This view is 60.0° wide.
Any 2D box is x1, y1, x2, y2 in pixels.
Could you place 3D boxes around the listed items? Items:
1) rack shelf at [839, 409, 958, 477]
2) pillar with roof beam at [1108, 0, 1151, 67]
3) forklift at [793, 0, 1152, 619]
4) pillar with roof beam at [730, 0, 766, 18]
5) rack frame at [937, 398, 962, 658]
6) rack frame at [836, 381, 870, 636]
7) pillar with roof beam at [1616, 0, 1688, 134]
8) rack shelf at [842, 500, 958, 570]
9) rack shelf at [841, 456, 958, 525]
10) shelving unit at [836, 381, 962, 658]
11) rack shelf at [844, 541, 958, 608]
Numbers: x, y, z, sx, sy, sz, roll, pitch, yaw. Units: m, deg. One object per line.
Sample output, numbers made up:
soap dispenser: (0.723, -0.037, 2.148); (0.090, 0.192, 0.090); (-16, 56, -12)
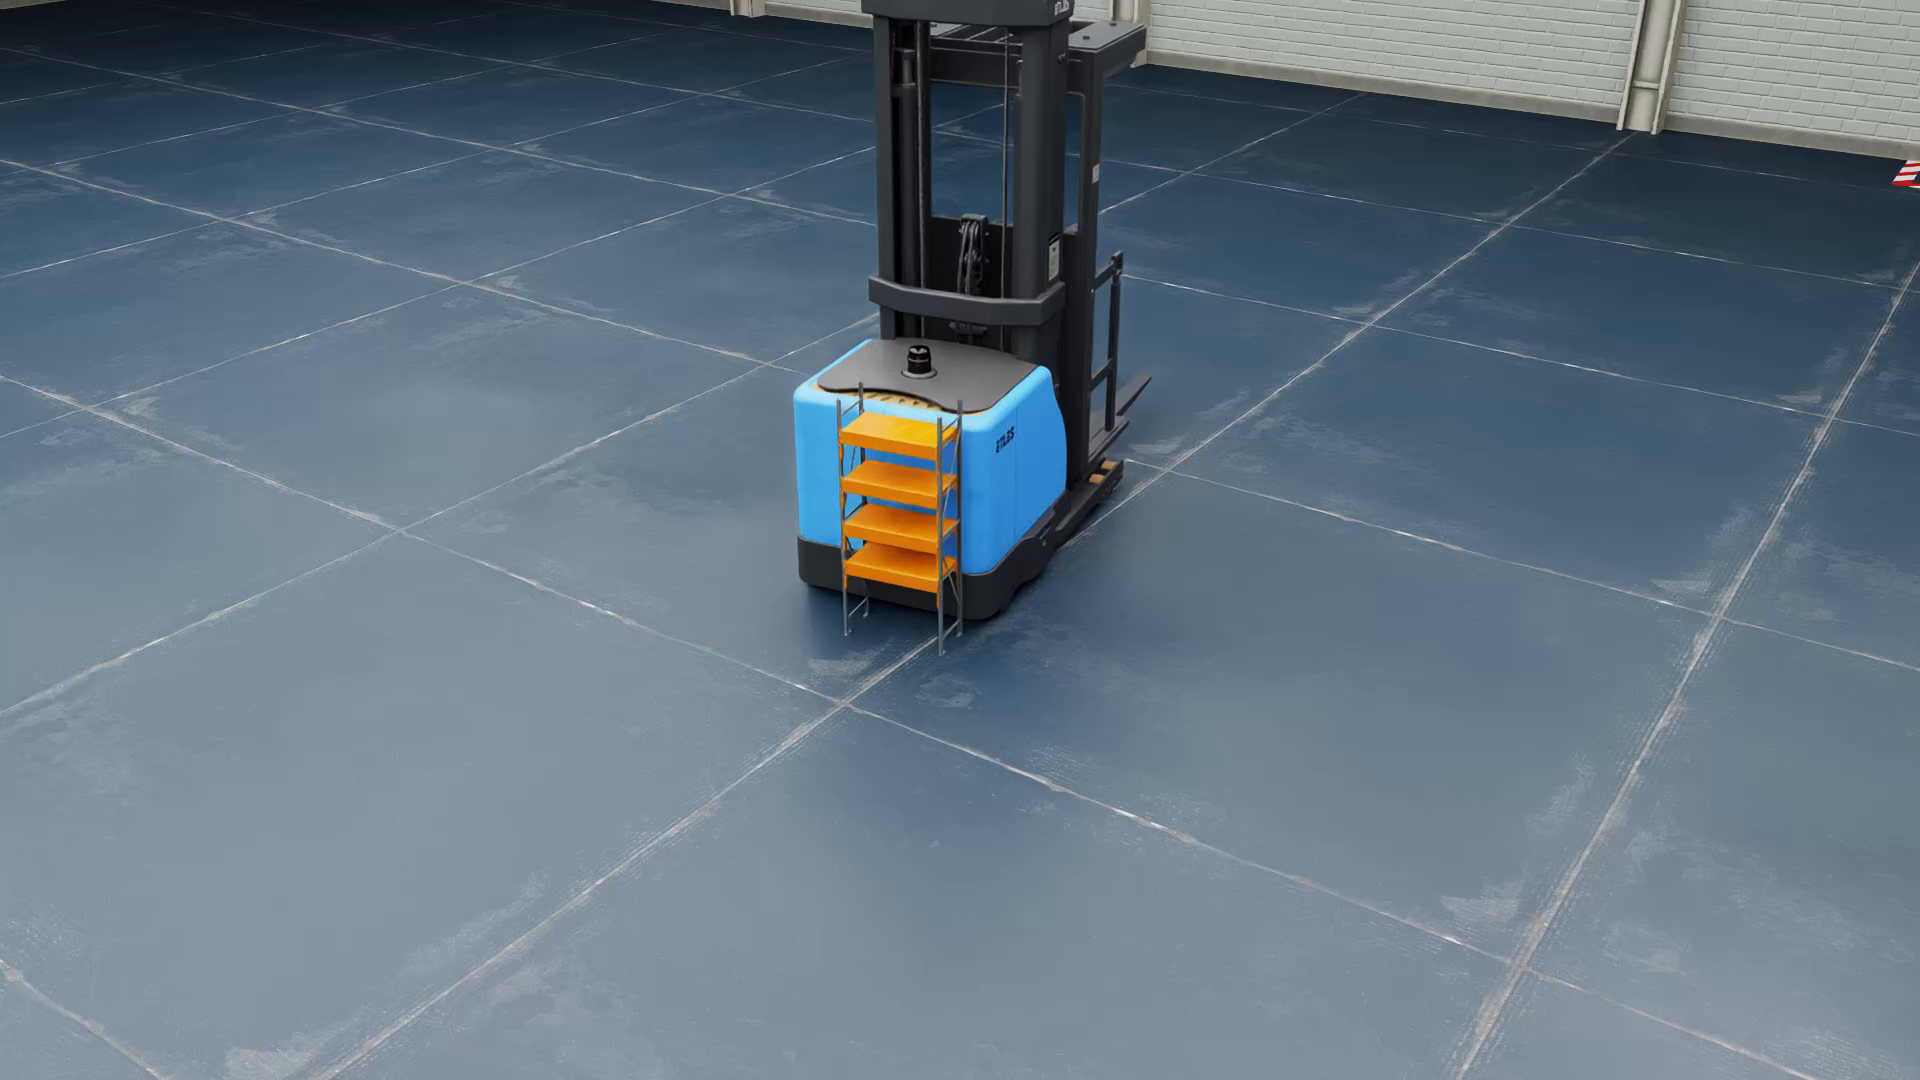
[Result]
rack shelf: (-0.268, -0.437, 7.419); (0.480, 0.148, 0.258); (11, 29, 21)
pillar with roof beam: (-0.425, -8.148, 14.839); (0.400, 9.000, 9.100); (17, 32, 30)
forklift: (0.264, -1.574, 8.612); (1.130, 2.935, 3.031); (11, 29, 21)
pillar with roof beam: (-5.370, -9.688, 17.866); (0.400, 9.000, 9.100); (17, 32, 30)
rack frame: (-0.044, -0.042, 7.510); (0.015, 1.200, 0.240); (11, 29, 21)
rack frame: (-0.491, -0.131, 7.684); (0.015, 1.200, 0.240); (11, 29, 21)
pillar with roof beam: (4.521, -6.607, 11.811); (0.400, 9.000, 9.100); (17, 32, 30)
rack shelf: (-0.268, -0.026, 7.627); (0.480, 0.148, 0.258); (11, 29, 21)
rack shelf: (-0.268, -0.226, 7.526); (0.480, 0.148, 0.258); (11, 29, 21)
shelving unit: (-0.268, -0.086, 7.597); (0.503, 1.200, 0.258); (11, 29, 21)
rack shelf: (-0.268, 0.150, 7.718); (0.480, 0.148, 0.258); (11, 29, 21)
